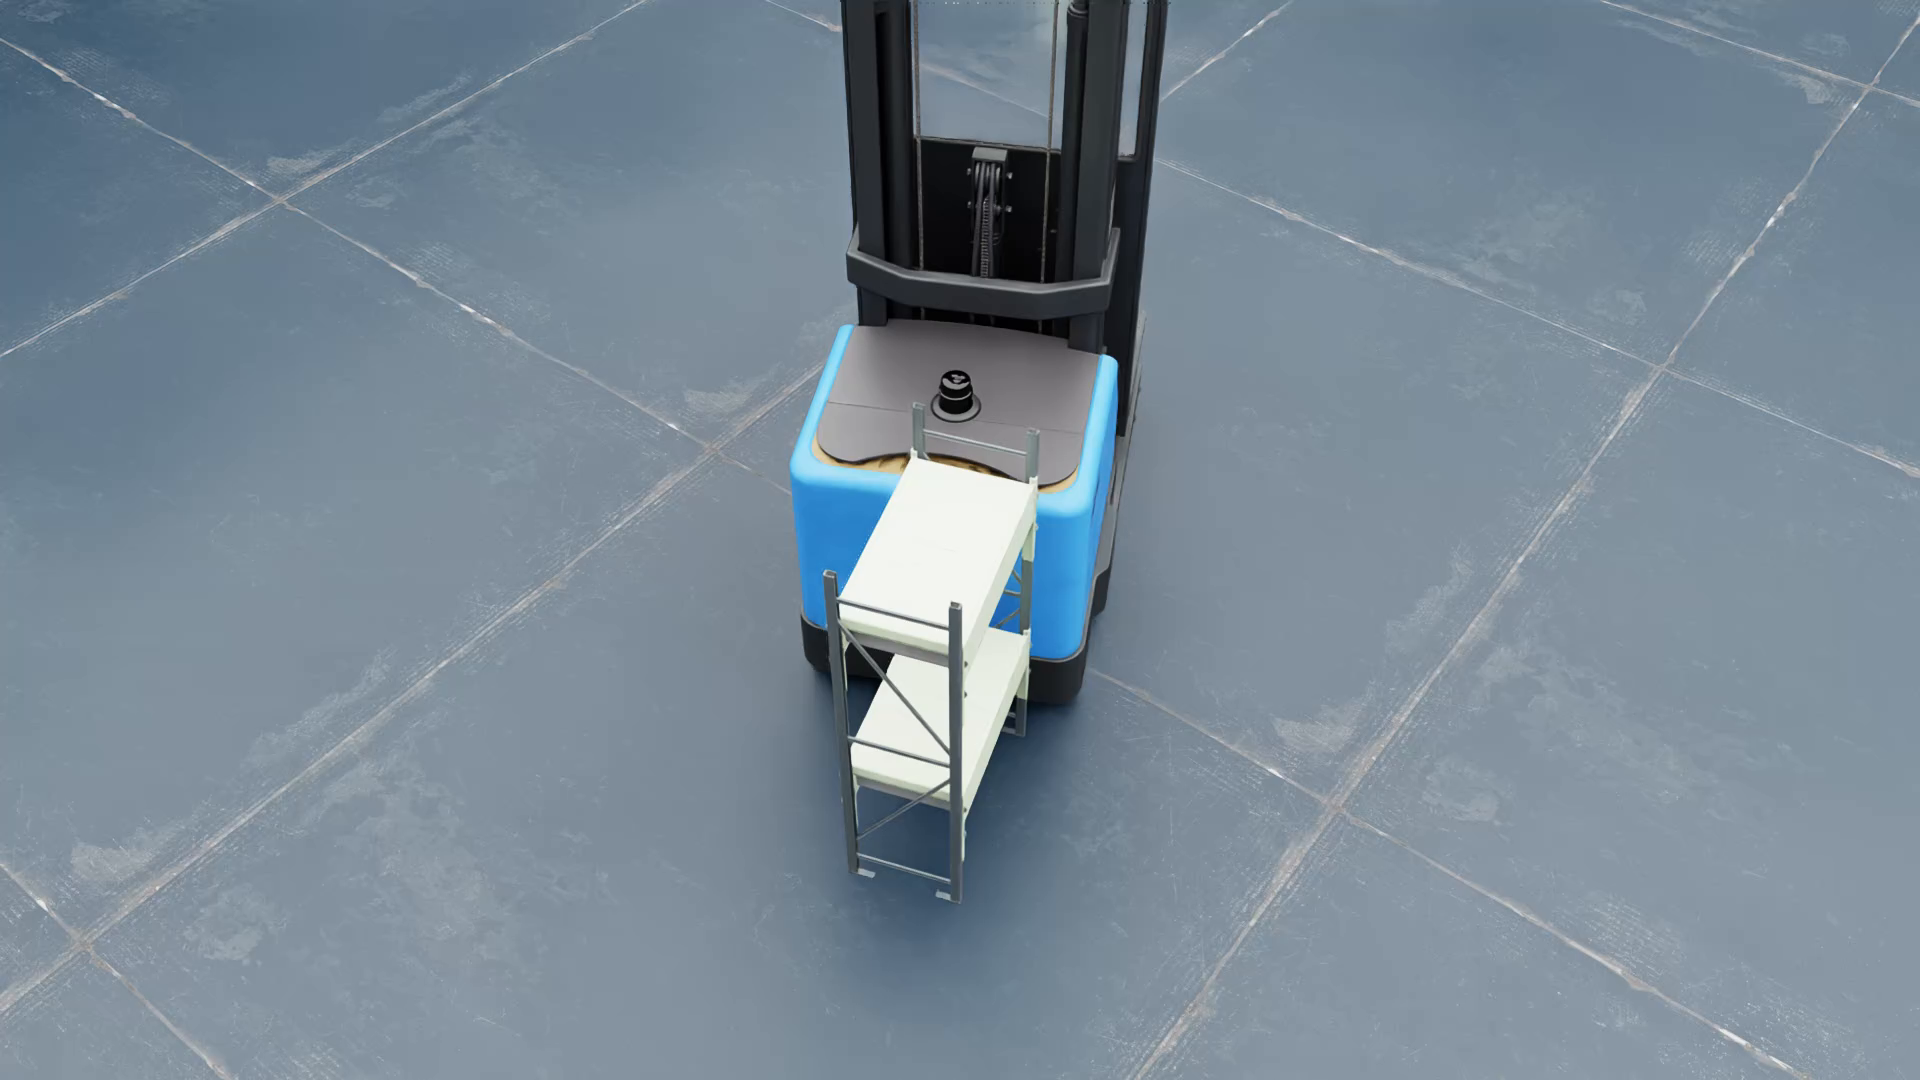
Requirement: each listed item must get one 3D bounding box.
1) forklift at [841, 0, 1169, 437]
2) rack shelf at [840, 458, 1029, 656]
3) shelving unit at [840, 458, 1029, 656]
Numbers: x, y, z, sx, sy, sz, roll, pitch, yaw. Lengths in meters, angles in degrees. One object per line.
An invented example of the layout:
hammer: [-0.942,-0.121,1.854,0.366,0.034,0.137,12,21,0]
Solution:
forklift: [0.270,-1.734,6.517,1.118,2.733,2.170,8,47,7]
rack shelf: [-0.070,0.040,4.951,0.368,0.052,0.686,14,48,13]
shelving unit: [-0.070,0.040,4.951,0.368,0.052,0.686,14,48,13]
